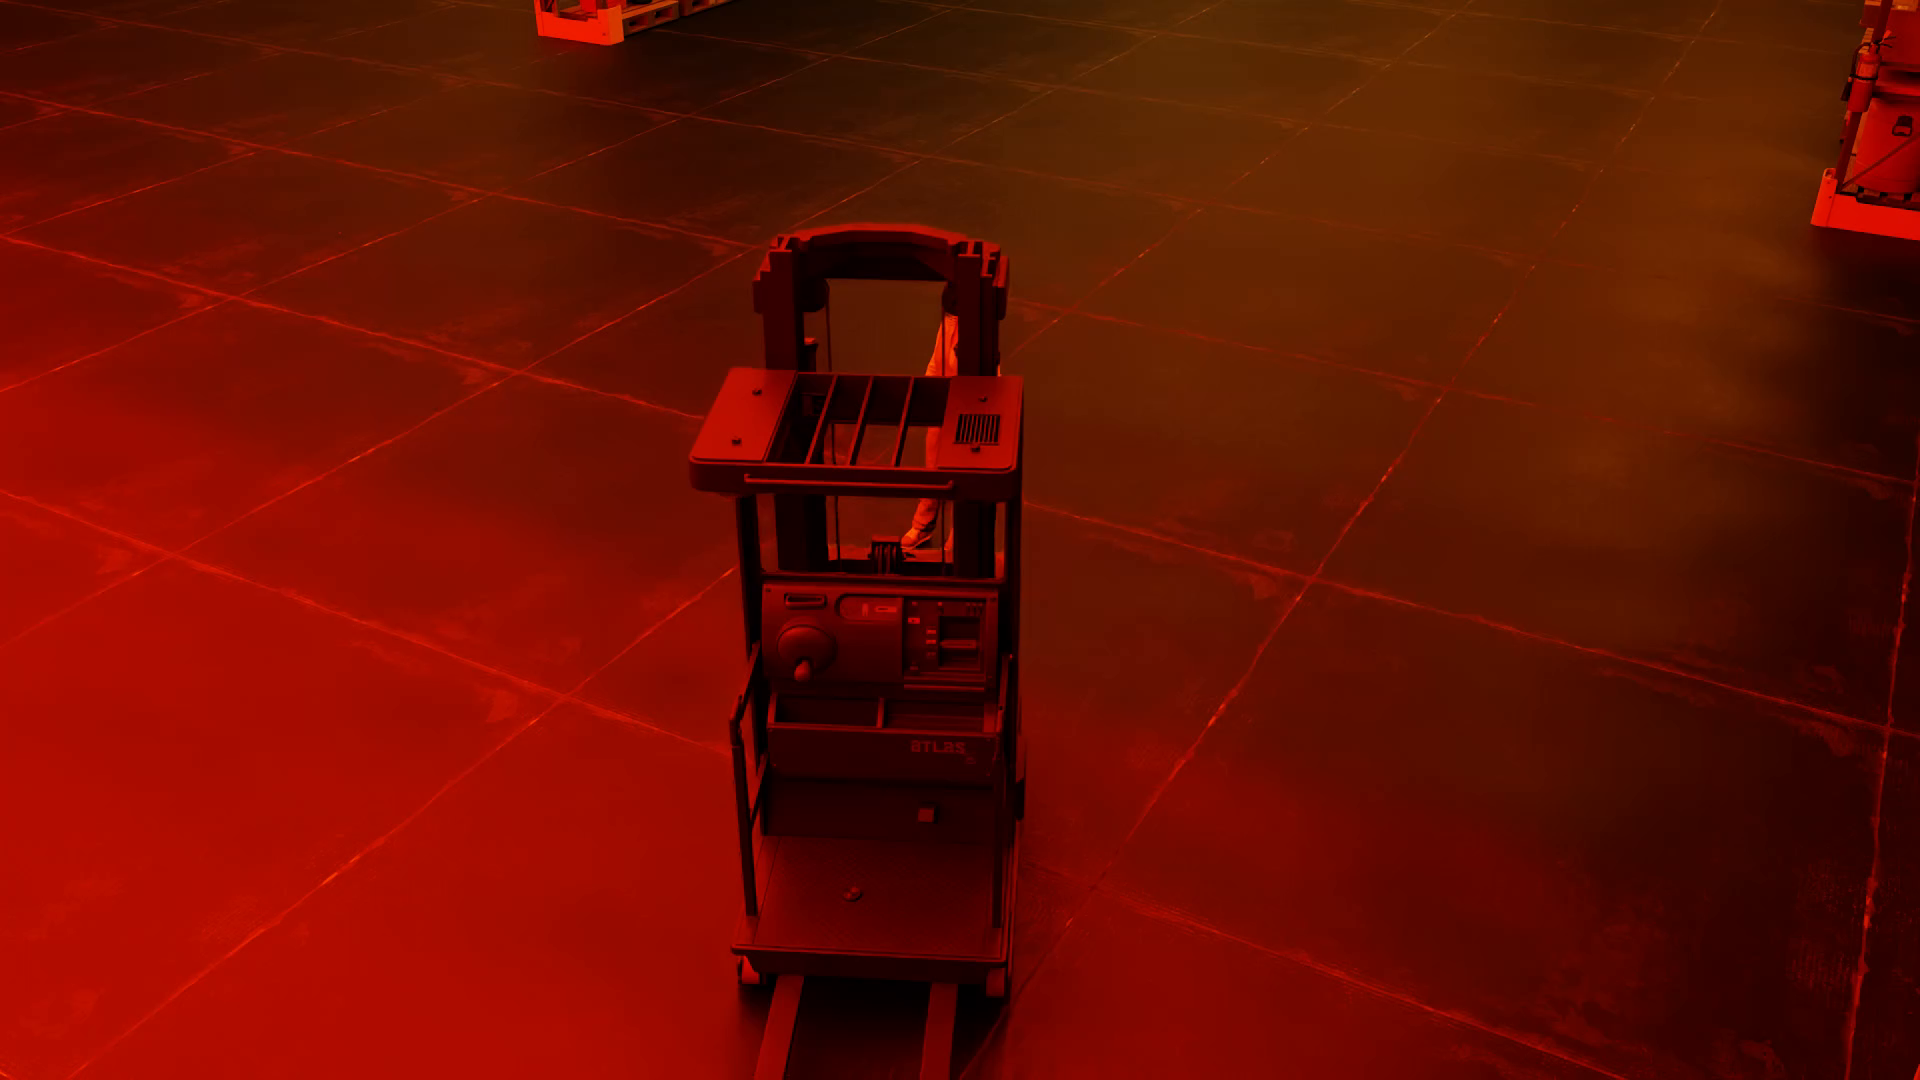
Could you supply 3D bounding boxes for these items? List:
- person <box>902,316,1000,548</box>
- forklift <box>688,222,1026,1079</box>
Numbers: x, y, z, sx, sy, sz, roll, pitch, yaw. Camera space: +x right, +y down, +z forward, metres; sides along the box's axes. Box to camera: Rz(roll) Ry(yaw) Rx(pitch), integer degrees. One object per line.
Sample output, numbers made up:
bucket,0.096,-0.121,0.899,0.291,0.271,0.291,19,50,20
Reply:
person,-0.048,-0.668,9.549,0.521,1.599,0.473,15,33,25
forklift,-0.327,0.422,6.340,1.130,2.935,3.031,2,30,4
